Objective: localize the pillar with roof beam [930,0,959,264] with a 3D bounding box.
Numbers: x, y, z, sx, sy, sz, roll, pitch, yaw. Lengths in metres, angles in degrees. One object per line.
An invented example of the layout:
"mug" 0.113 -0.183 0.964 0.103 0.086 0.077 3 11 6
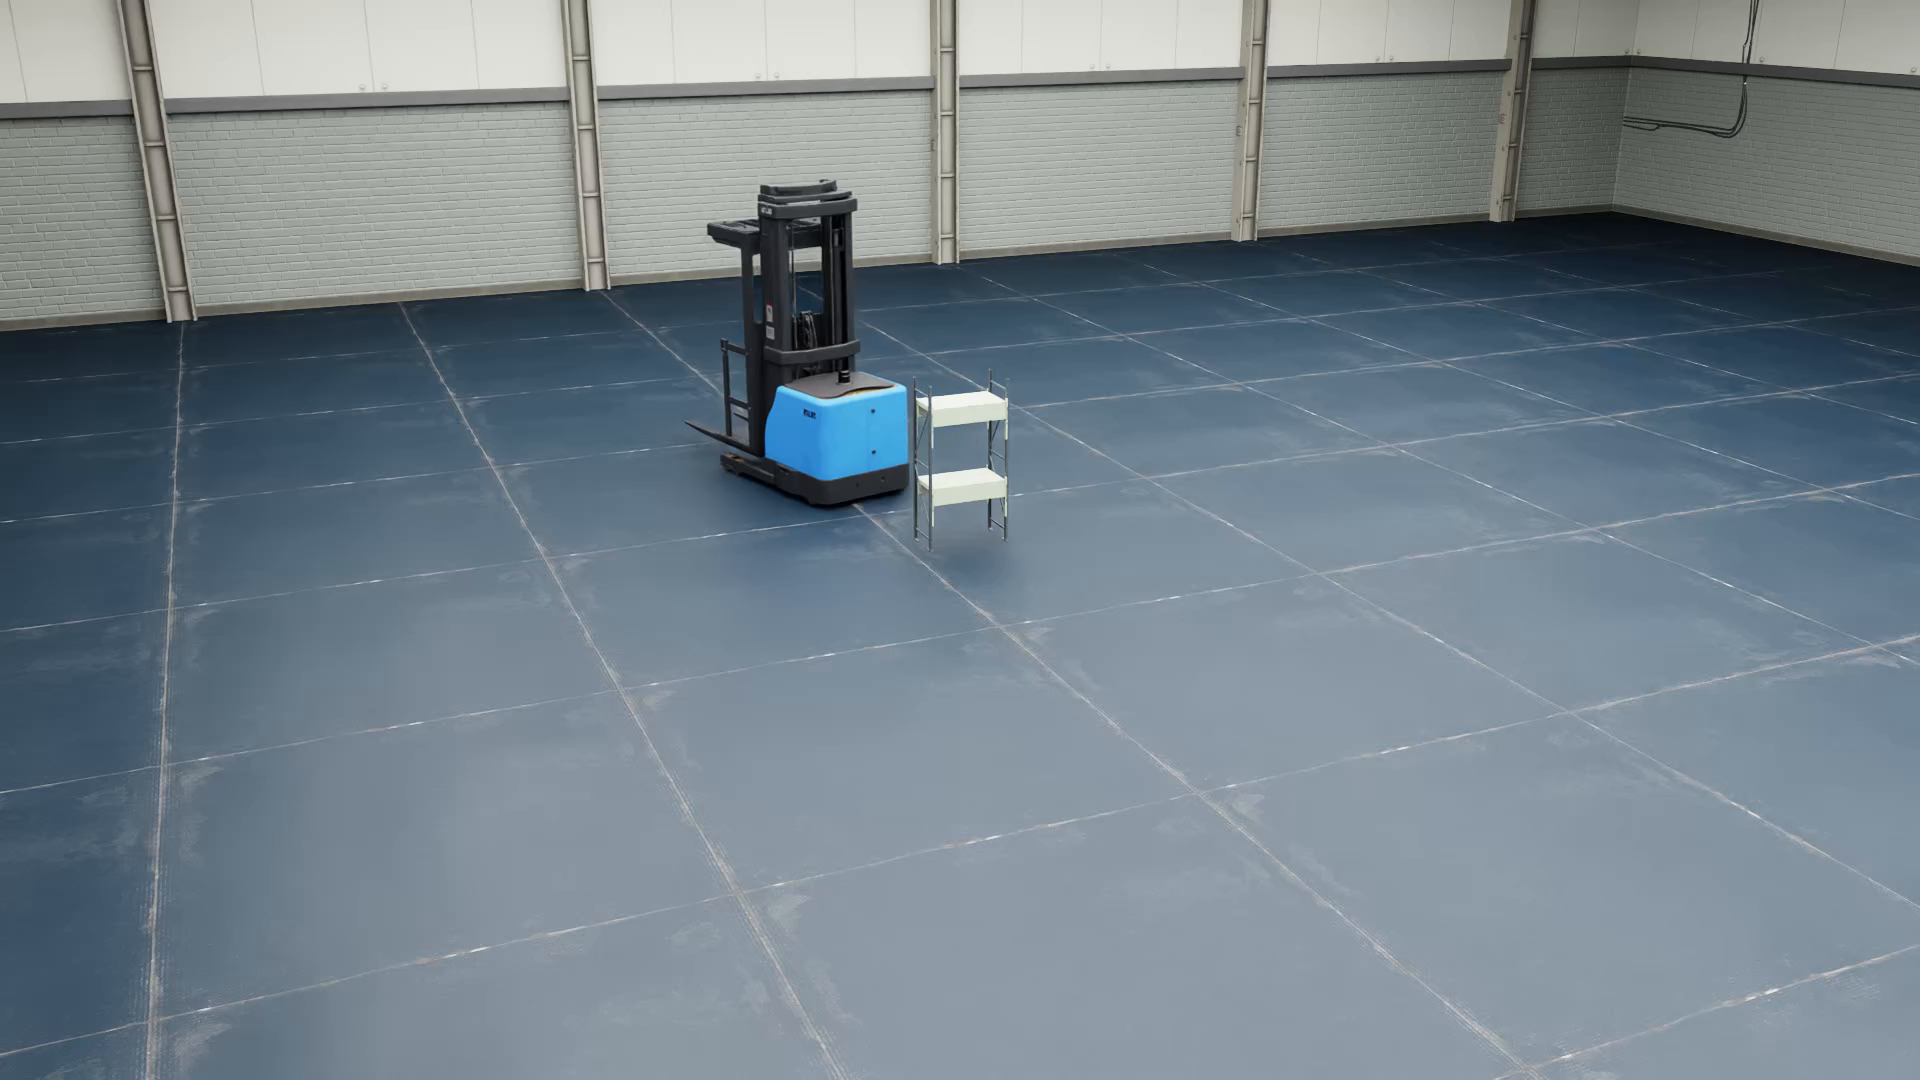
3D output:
"pillar with roof beam" 1.453 -7.709 23.367 0.400 9.000 9.100 -8 21 -22

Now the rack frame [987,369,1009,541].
"rack frame" 0.342 -0.756 14.912 0.023 1.500 0.400 -8 21 -22

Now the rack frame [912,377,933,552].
"rack frame" -0.330 -0.660 14.639 0.023 1.500 0.400 -8 21 -22

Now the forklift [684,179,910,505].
"forklift" -1.799 -2.137 16.677 1.130 2.935 3.031 -15 24 -36

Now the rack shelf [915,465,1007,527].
"rack shelf" 0.006 -0.401 14.884 0.720 0.370 0.431 -8 21 -22

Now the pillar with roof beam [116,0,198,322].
"pillar with roof beam" -9.565 -6.130 18.883 0.400 9.000 9.100 -8 21 -22

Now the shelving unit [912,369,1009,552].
"shelving unit" 0.006 -0.708 14.775 0.755 1.500 0.431 -8 21 -22

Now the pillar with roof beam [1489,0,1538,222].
"pillar with roof beam" 12.472 -9.288 27.850 0.400 9.000 9.100 -8 21 -22

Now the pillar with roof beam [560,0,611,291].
"pillar with roof beam" -4.056 -6.920 21.125 0.400 9.000 9.100 -8 21 -22

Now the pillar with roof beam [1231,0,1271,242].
"pillar with roof beam" 6.963 -8.498 25.608 0.400 9.000 9.100 -8 21 -22

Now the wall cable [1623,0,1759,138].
"wall cable" 13.995 -9.120 32.050 0.112 2.526 3.097 -8 21 -22

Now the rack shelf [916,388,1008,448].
"rack shelf" 0.006 -1.076 14.646 0.720 0.370 0.431 -8 21 -22
